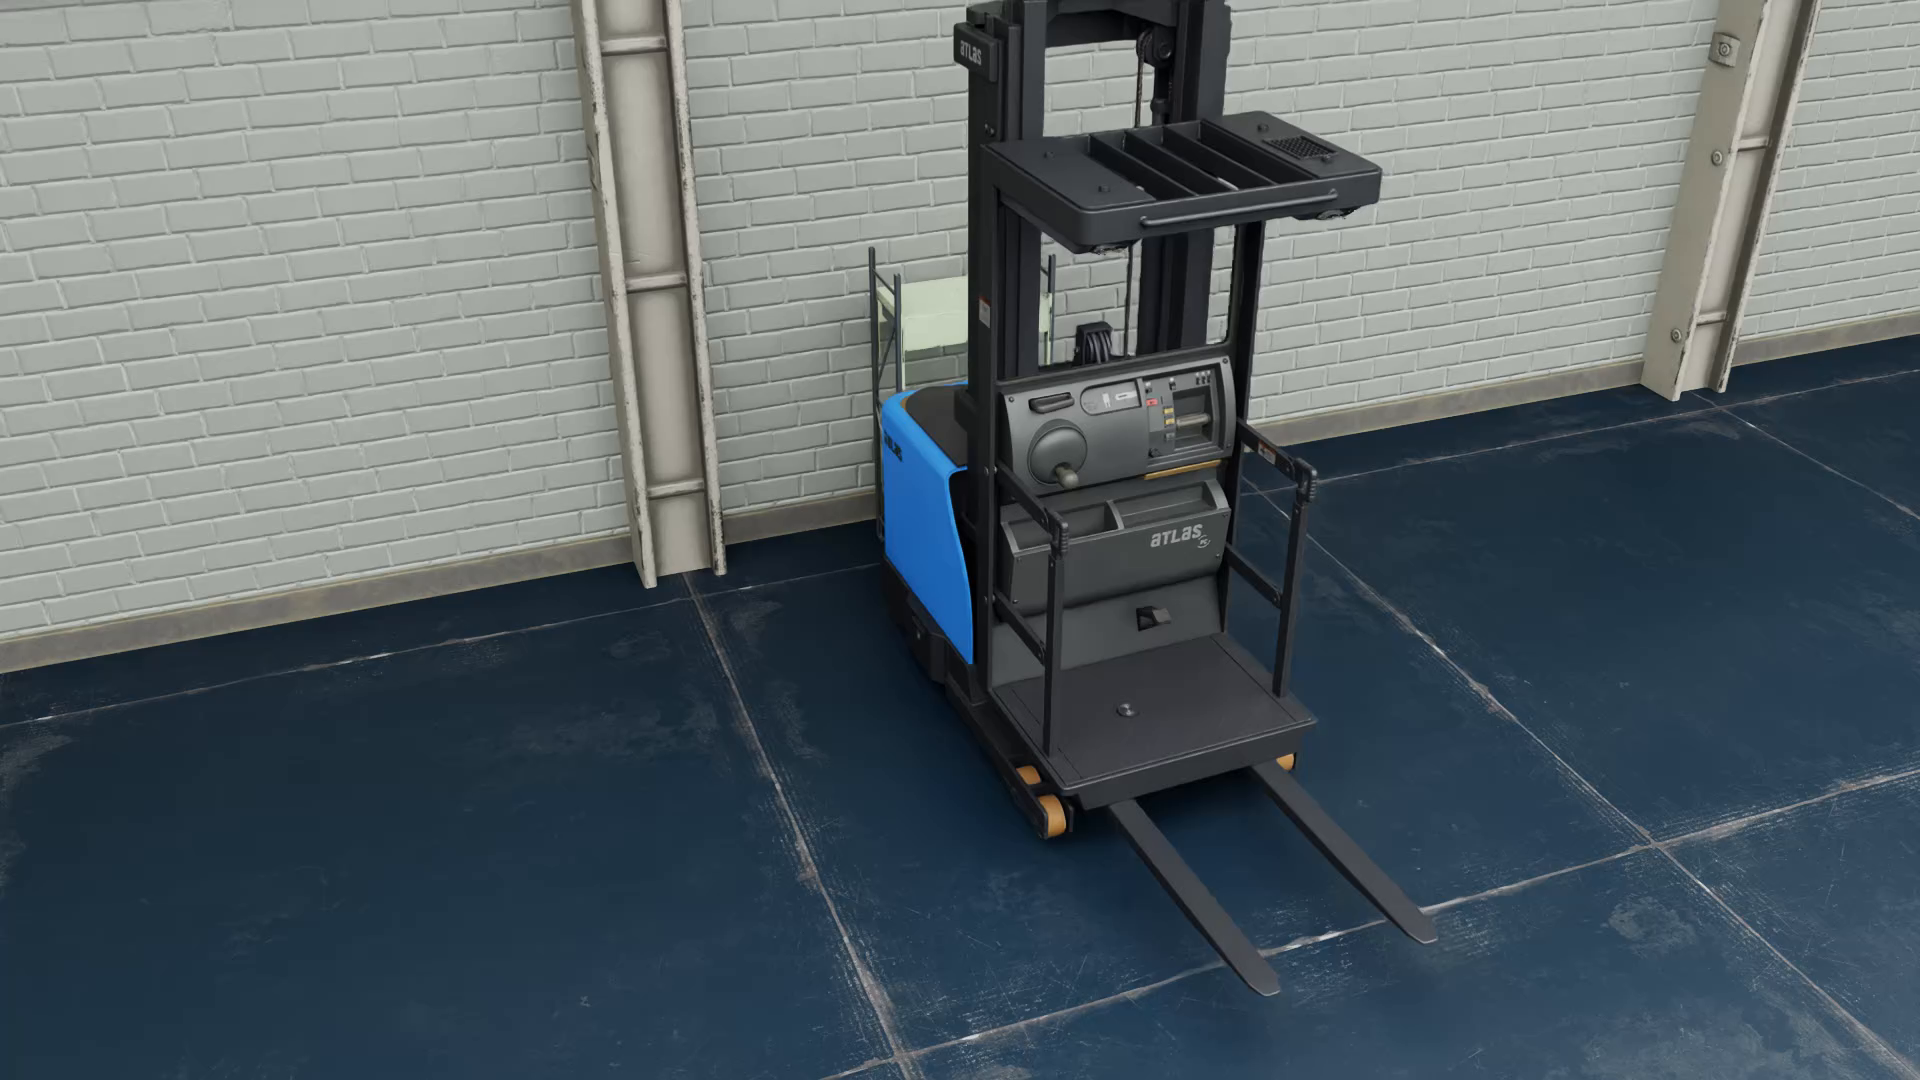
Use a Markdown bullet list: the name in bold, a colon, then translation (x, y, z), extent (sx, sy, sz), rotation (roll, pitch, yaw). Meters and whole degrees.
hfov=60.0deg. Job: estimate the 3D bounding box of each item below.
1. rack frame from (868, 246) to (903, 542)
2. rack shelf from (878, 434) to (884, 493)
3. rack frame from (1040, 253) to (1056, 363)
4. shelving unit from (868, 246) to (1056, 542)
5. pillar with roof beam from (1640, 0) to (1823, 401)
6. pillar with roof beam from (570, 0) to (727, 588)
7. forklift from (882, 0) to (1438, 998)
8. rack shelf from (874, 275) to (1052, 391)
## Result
- **rack frame**: translation (-0.337, -0.590, 7.770), extent (0.023, 1.500, 0.400), rotation (-10, 31, -18)
- **rack shelf**: translation (0.006, -0.370, 8.042), extent (0.720, 0.370, 0.431), rotation (-10, 31, -18)
- **rack frame**: translation (0.349, -0.716, 7.992), extent (0.023, 1.500, 0.400), rotation (-10, 31, -18)
- **shelving unit**: translation (0.006, -0.653, 7.881), extent (0.755, 1.500, 0.431), rotation (-10, 31, -18)
- **pillar with roof beam**: translation (5.771, -2.825, 4.117), extent (0.400, 9.000, 9.100), rotation (-10, 31, -18)
- **pillar with roof beam**: translation (0.147, -1.789, 2.299), extent (0.400, 9.000, 9.100), rotation (-10, 31, -18)
- **forklift**: translation (0.684, -0.389, 5.971), extent (1.130, 2.935, 3.031), rotation (-12, 32, -20)
- **rack shelf**: translation (0.006, -0.992, 7.688), extent (0.720, 0.370, 0.431), rotation (-10, 31, -18)
